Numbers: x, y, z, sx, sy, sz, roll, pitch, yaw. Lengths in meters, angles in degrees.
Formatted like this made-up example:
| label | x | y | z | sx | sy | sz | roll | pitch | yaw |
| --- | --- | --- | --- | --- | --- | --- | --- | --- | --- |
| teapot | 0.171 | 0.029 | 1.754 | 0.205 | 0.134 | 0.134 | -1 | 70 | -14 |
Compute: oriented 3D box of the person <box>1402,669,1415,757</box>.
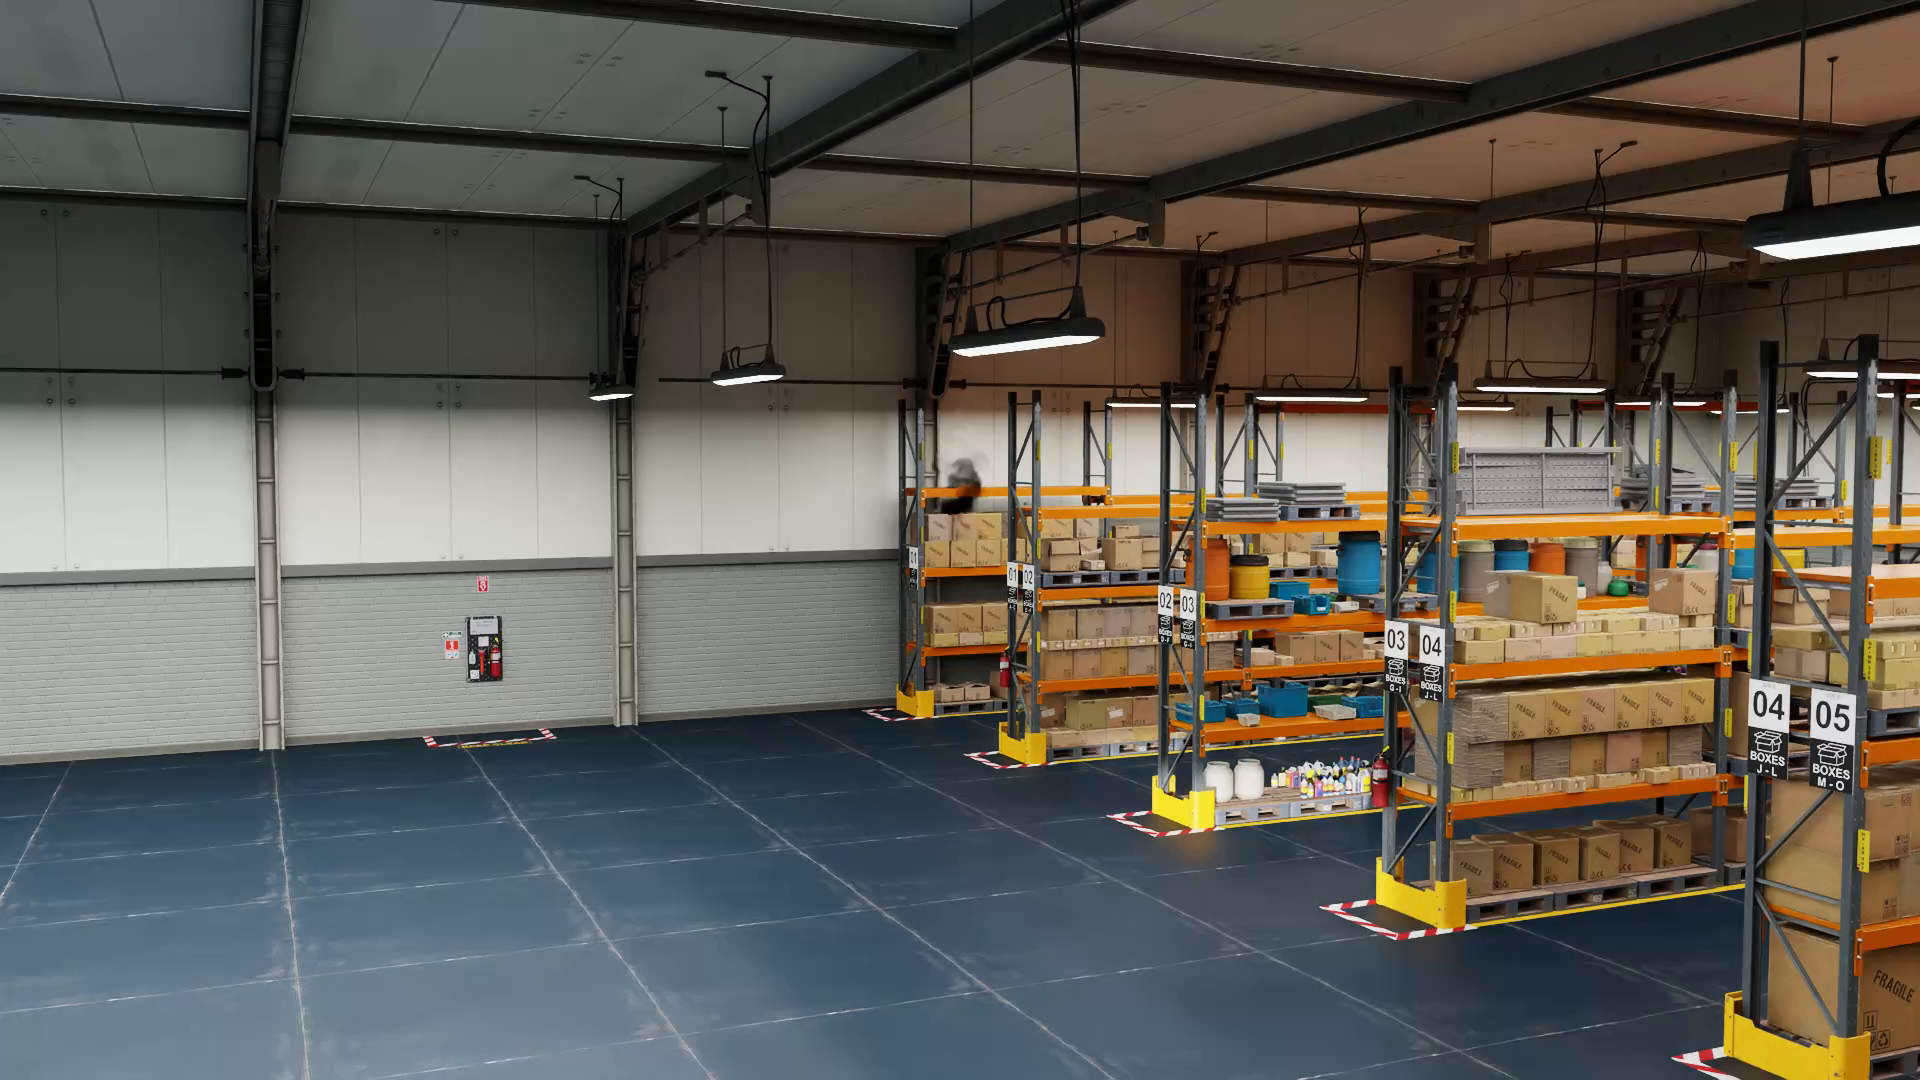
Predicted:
| label | x | y | z | sx | sy | sz | roll | pitch | yaw |
| --- | --- | --- | --- | --- | --- | --- | --- | --- | --- |
| person | 7.266 | 2.746 | 27.261 | 0.555 | 1.633 | 0.566 | -2 | 4 | -30 |

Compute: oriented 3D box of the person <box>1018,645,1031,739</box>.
| label | x | y | z | sx | sy | sz | roll | pitch | yaw |
| --- | --- | --- | --- | --- | --- | --- | --- | --- | --- |
| person | 1.278 | 2.592 | 28.974 | 0.698 | 1.745 | 0.717 | -1 | 4 | -24 |
